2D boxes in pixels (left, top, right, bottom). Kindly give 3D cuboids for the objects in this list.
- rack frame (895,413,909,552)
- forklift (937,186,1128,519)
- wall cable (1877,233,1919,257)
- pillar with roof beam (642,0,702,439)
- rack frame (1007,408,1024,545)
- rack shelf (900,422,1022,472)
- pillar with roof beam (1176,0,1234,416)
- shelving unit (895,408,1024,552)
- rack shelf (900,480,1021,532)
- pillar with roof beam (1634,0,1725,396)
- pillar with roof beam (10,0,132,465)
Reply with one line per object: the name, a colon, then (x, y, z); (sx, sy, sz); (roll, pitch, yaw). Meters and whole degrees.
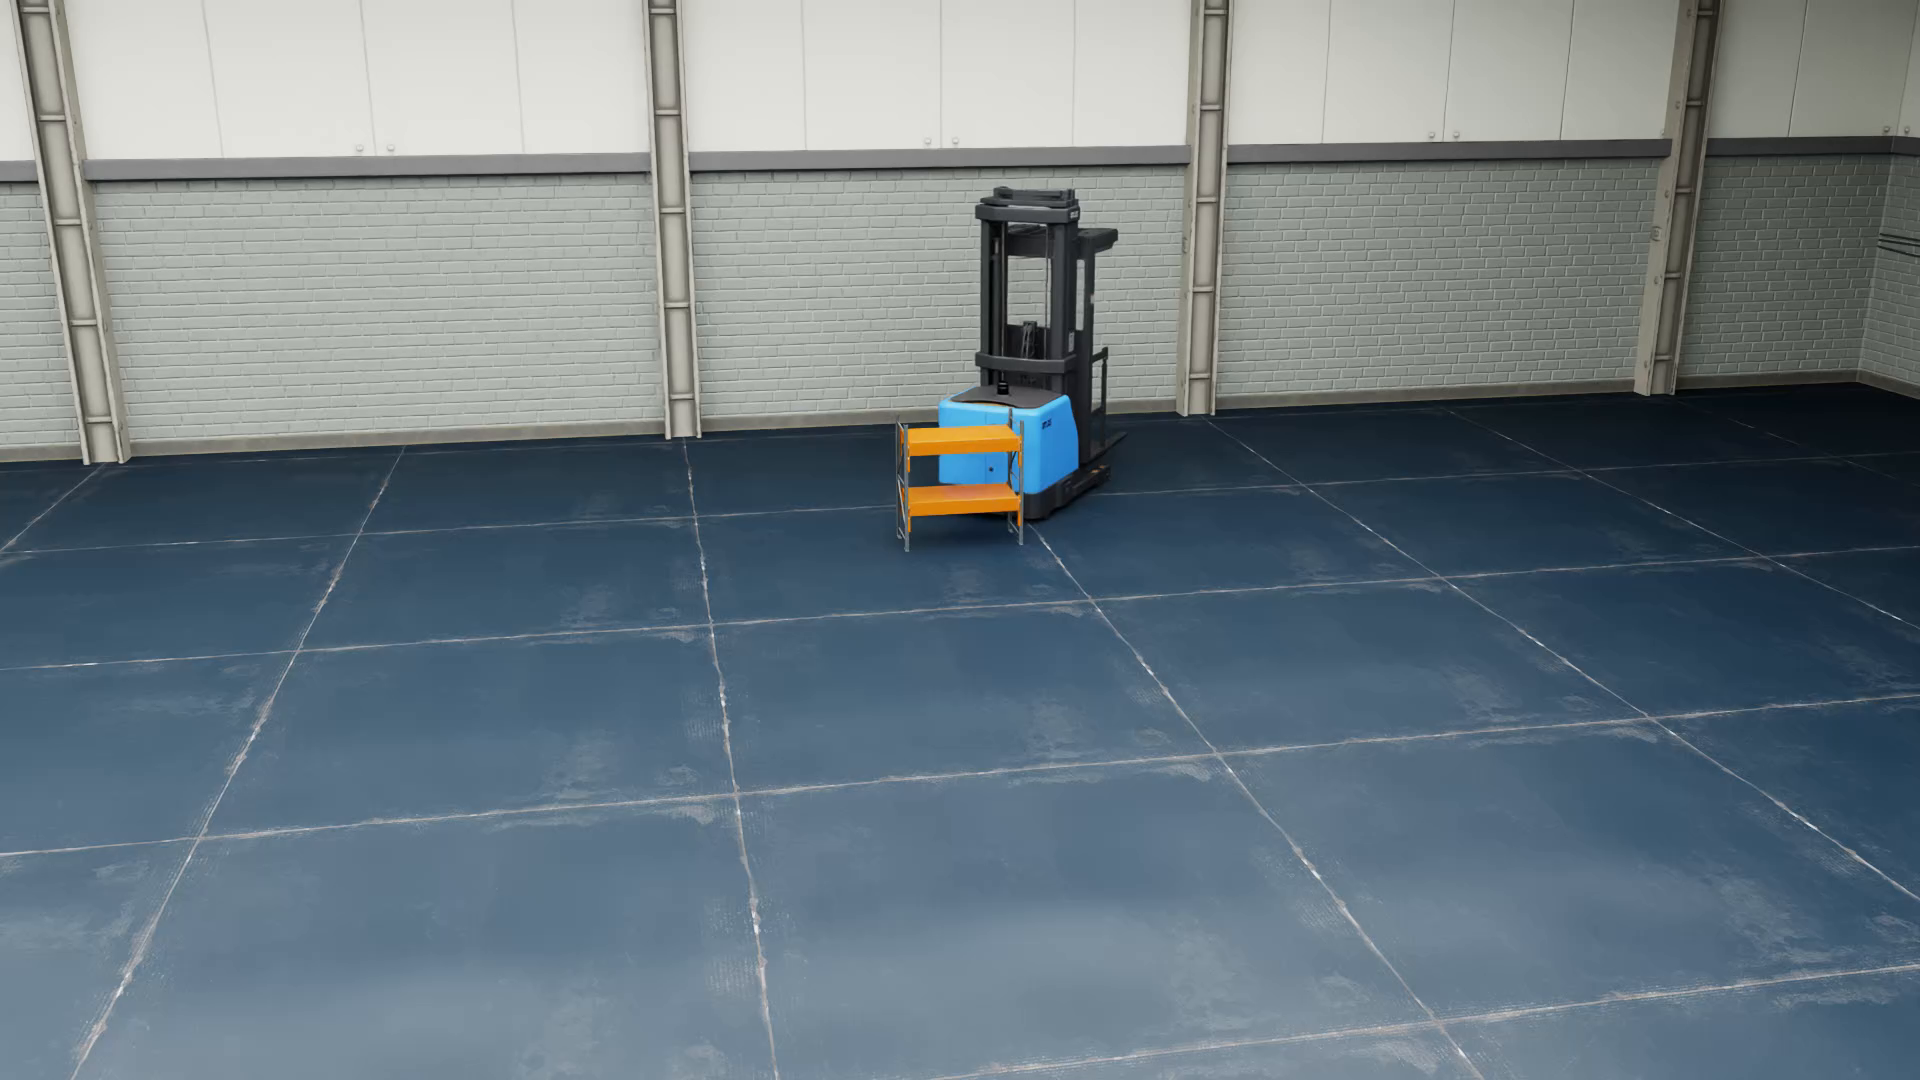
rack frame: (-0.506, -0.509, 14.553); (0.032, 1.125, 0.500); (-3, 17, -10)
forklift: (0.864, -1.981, 16.269); (1.130, 2.935, 3.031); (8, 19, 24)
wall cable: (11.825, -4.445, 19.245); (0.112, 2.526, 3.097); (-3, 17, -10)
pillar with roof beam: (-2.284, -4.237, 13.279); (0.400, 9.000, 9.100); (-3, 17, -10)
rack frame: (0.492, -0.566, 14.738); (0.032, 1.125, 0.500); (-3, 17, -10)
rack shelf: (-0.007, -0.817, 14.559); (1.000, 0.278, 0.538); (-3, 17, -10)
pillar with roof beam: (3.607, -4.571, 14.367); (0.400, 9.000, 9.100); (-3, 17, -10)
shelving unit: (-0.007, -0.537, 14.645); (1.048, 1.125, 0.538); (-3, 17, -10)
rack shelf: (-0.007, -0.304, 14.717); (1.000, 0.278, 0.538); (-3, 17, -10)
pillar with roof beam: (9.498, -4.905, 15.455); (0.400, 9.000, 9.100); (-3, 17, -10)
pillar with roof beam: (-8.175, -3.902, 12.191); (0.400, 9.000, 9.100); (-3, 17, -10)
